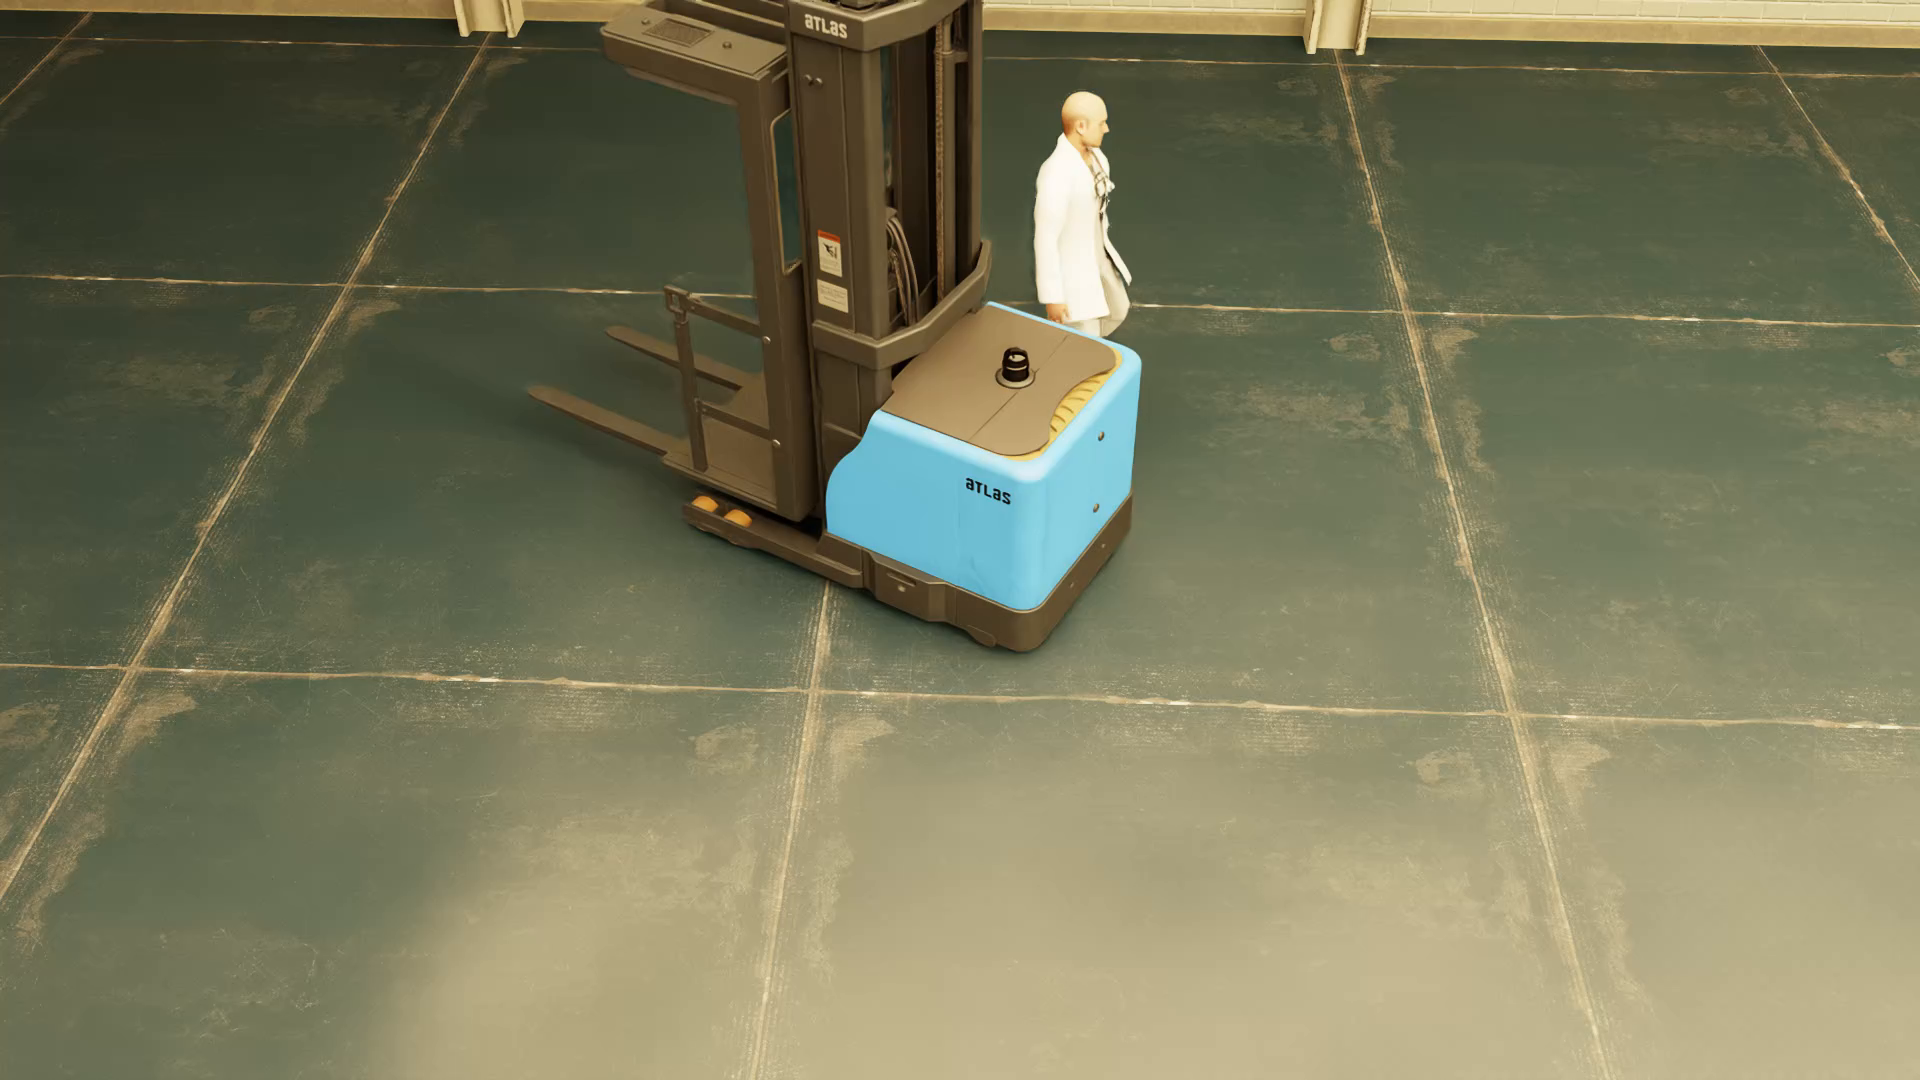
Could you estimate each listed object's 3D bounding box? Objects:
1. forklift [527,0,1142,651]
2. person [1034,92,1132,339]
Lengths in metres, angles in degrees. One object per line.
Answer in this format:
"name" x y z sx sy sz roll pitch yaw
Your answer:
"forklift" -0.724 -1.342 7.212 3.031 2.935 1.130 22 47 22
"person" 0.606 -1.340 8.121 0.504 1.719 0.841 19 46 20
